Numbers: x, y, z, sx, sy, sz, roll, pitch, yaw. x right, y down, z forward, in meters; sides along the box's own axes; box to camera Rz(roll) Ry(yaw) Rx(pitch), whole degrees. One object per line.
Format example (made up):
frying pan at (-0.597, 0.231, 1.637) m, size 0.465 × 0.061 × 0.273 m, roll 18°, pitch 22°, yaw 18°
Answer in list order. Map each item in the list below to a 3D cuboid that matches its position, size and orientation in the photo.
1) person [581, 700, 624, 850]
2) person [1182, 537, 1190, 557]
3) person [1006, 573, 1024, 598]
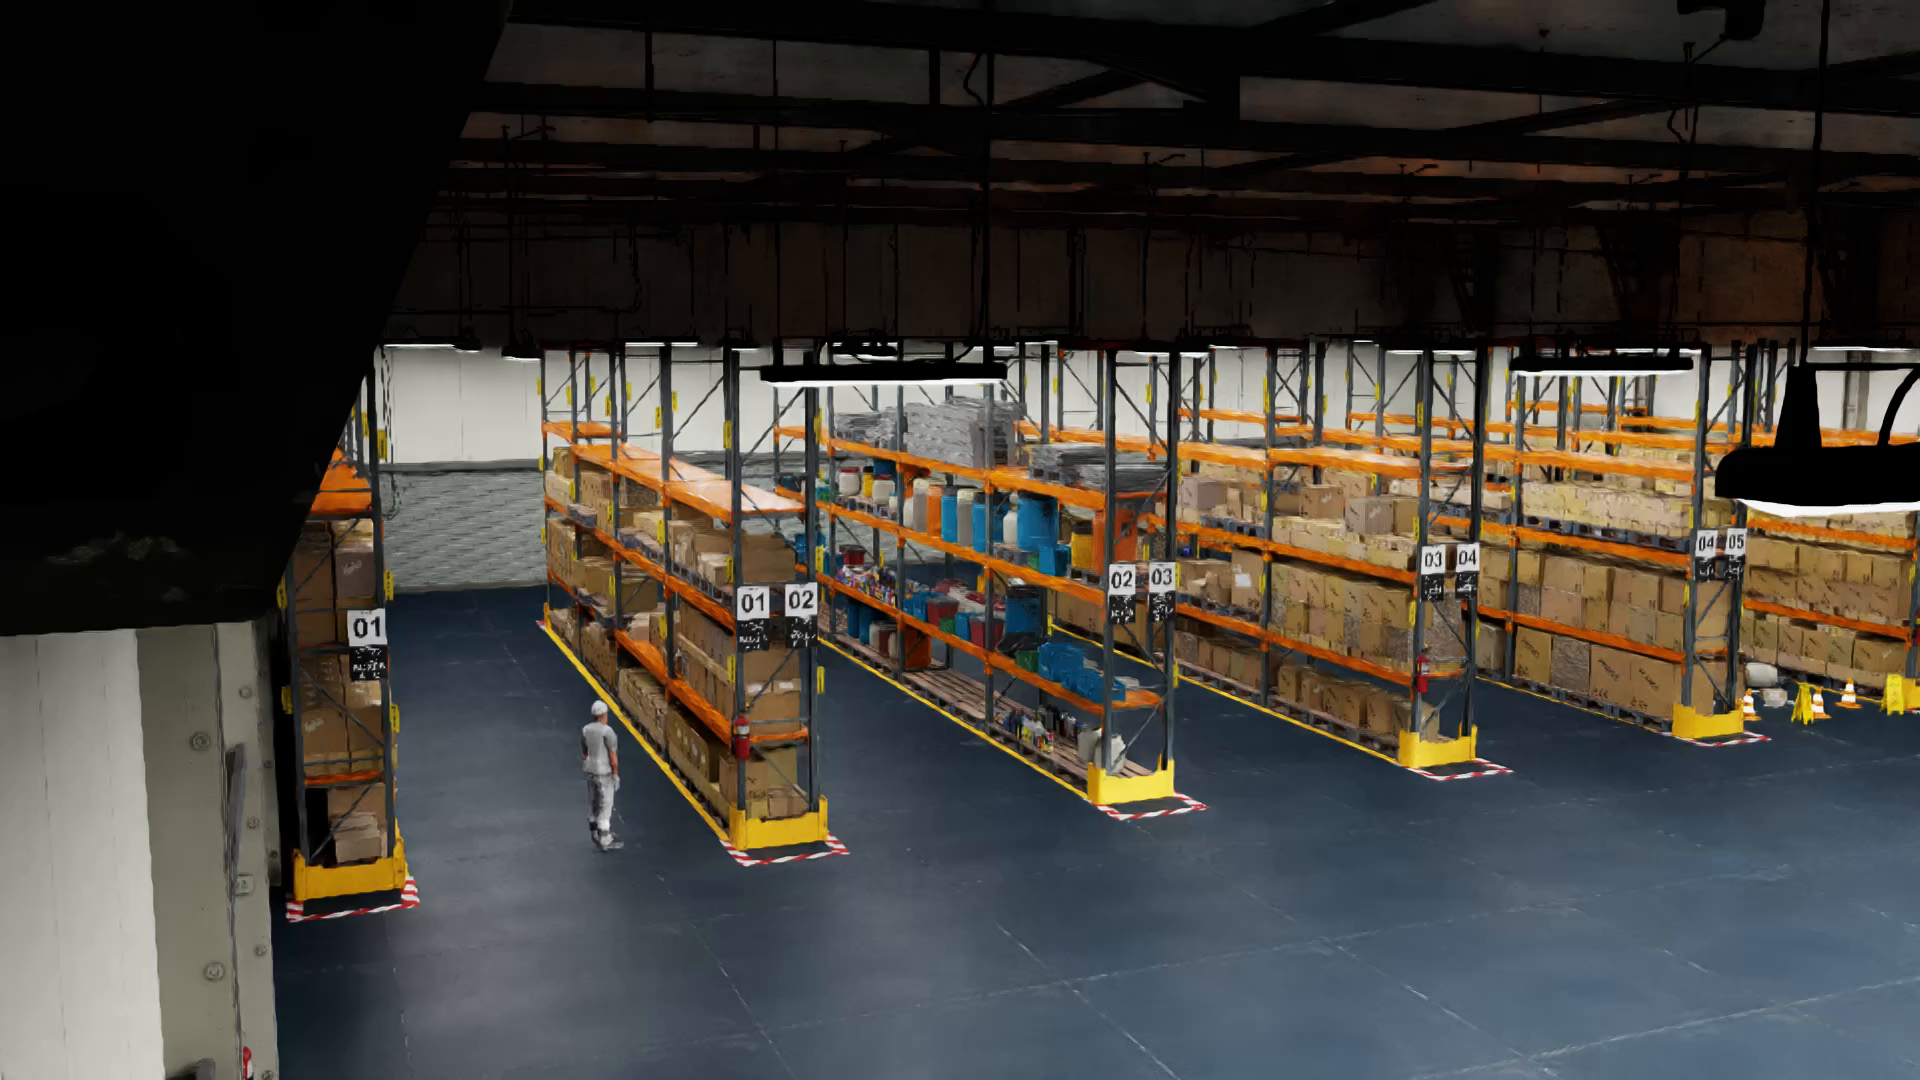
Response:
person at (-4.310, 2.817, 20.140) m, size 0.606 × 1.792 × 0.442 m, roll 6°, pitch 9°, yaw 37°
person at (5.219, 0.637, 37.587) m, size 0.449 × 1.553 × 1.060 m, roll -3°, pitch 8°, yaw -19°
person at (1.022, 1.309, 31.795) m, size 0.572 × 1.769 × 0.618 m, roll 1°, pitch 7°, yaw 5°
